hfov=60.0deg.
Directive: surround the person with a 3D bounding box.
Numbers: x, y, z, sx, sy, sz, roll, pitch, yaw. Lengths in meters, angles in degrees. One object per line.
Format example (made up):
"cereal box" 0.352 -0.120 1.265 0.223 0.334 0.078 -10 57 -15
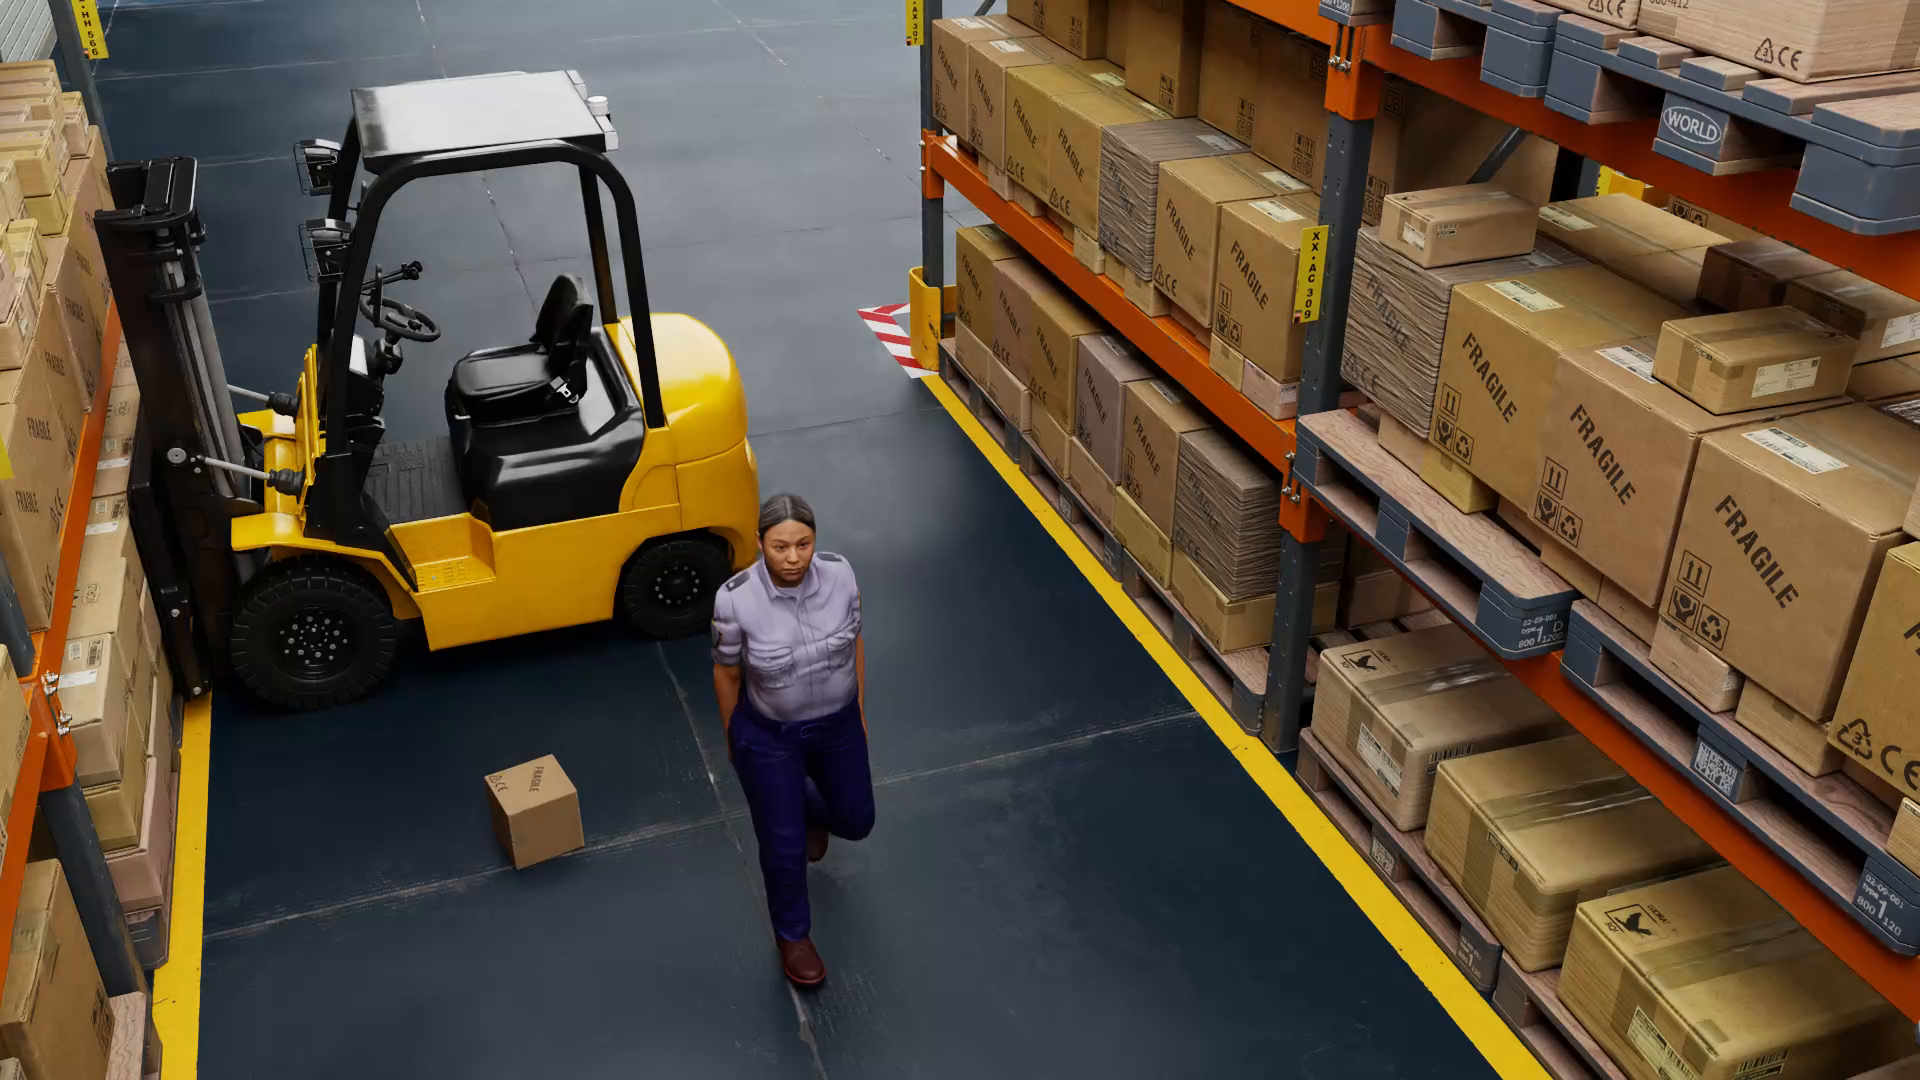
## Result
"person" -0.528 0.550 5.159 0.470 1.631 0.669 -14 33 -23
